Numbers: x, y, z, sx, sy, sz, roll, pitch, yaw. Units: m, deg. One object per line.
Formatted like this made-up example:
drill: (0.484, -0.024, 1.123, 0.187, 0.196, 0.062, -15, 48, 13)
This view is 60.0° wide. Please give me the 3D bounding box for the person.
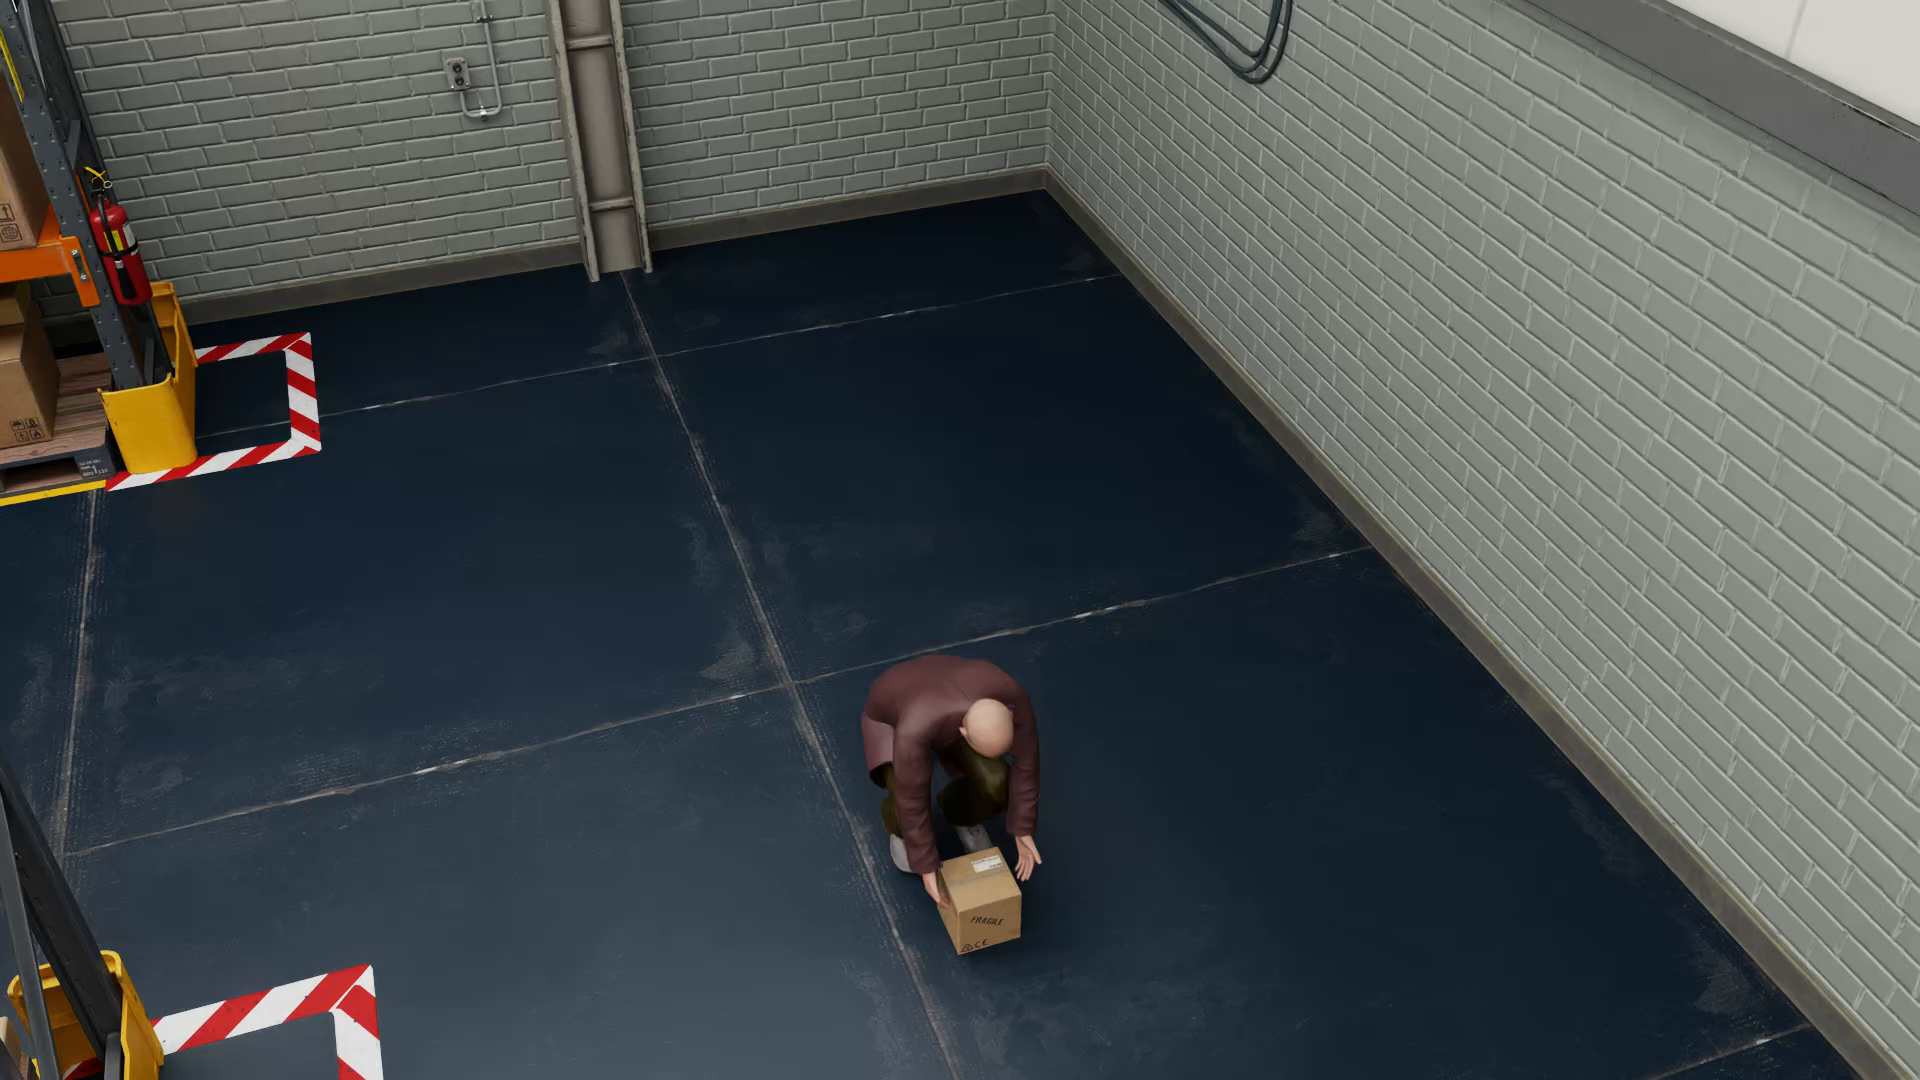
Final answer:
person: (-0.045, 0.834, 6.320, 0.612, 1.029, 0.878, -13, 39, -16)
